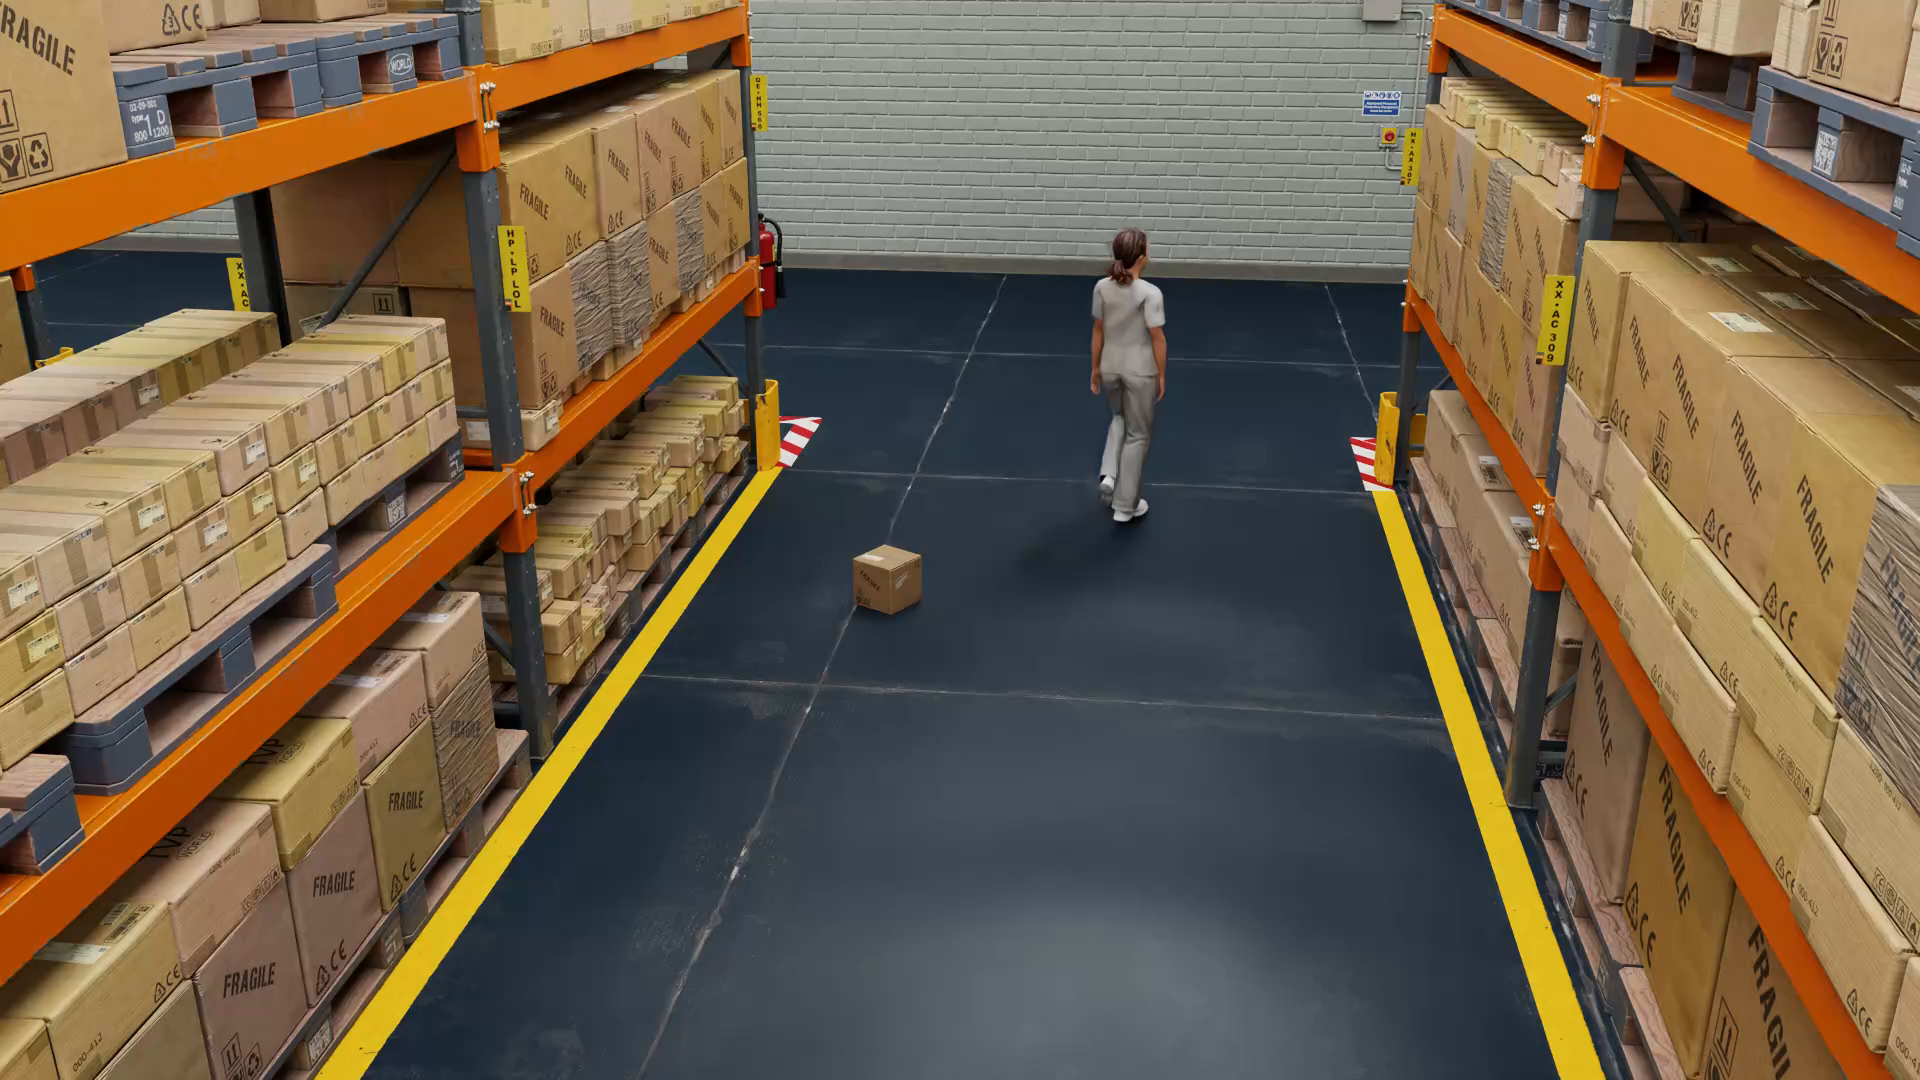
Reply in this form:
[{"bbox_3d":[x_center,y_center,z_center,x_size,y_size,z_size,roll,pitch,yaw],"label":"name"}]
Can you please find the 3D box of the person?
[{"bbox_3d":[0.980,-0.938,9.431,0.460,1.666,0.460,15,26,34],"label":"person"}]
